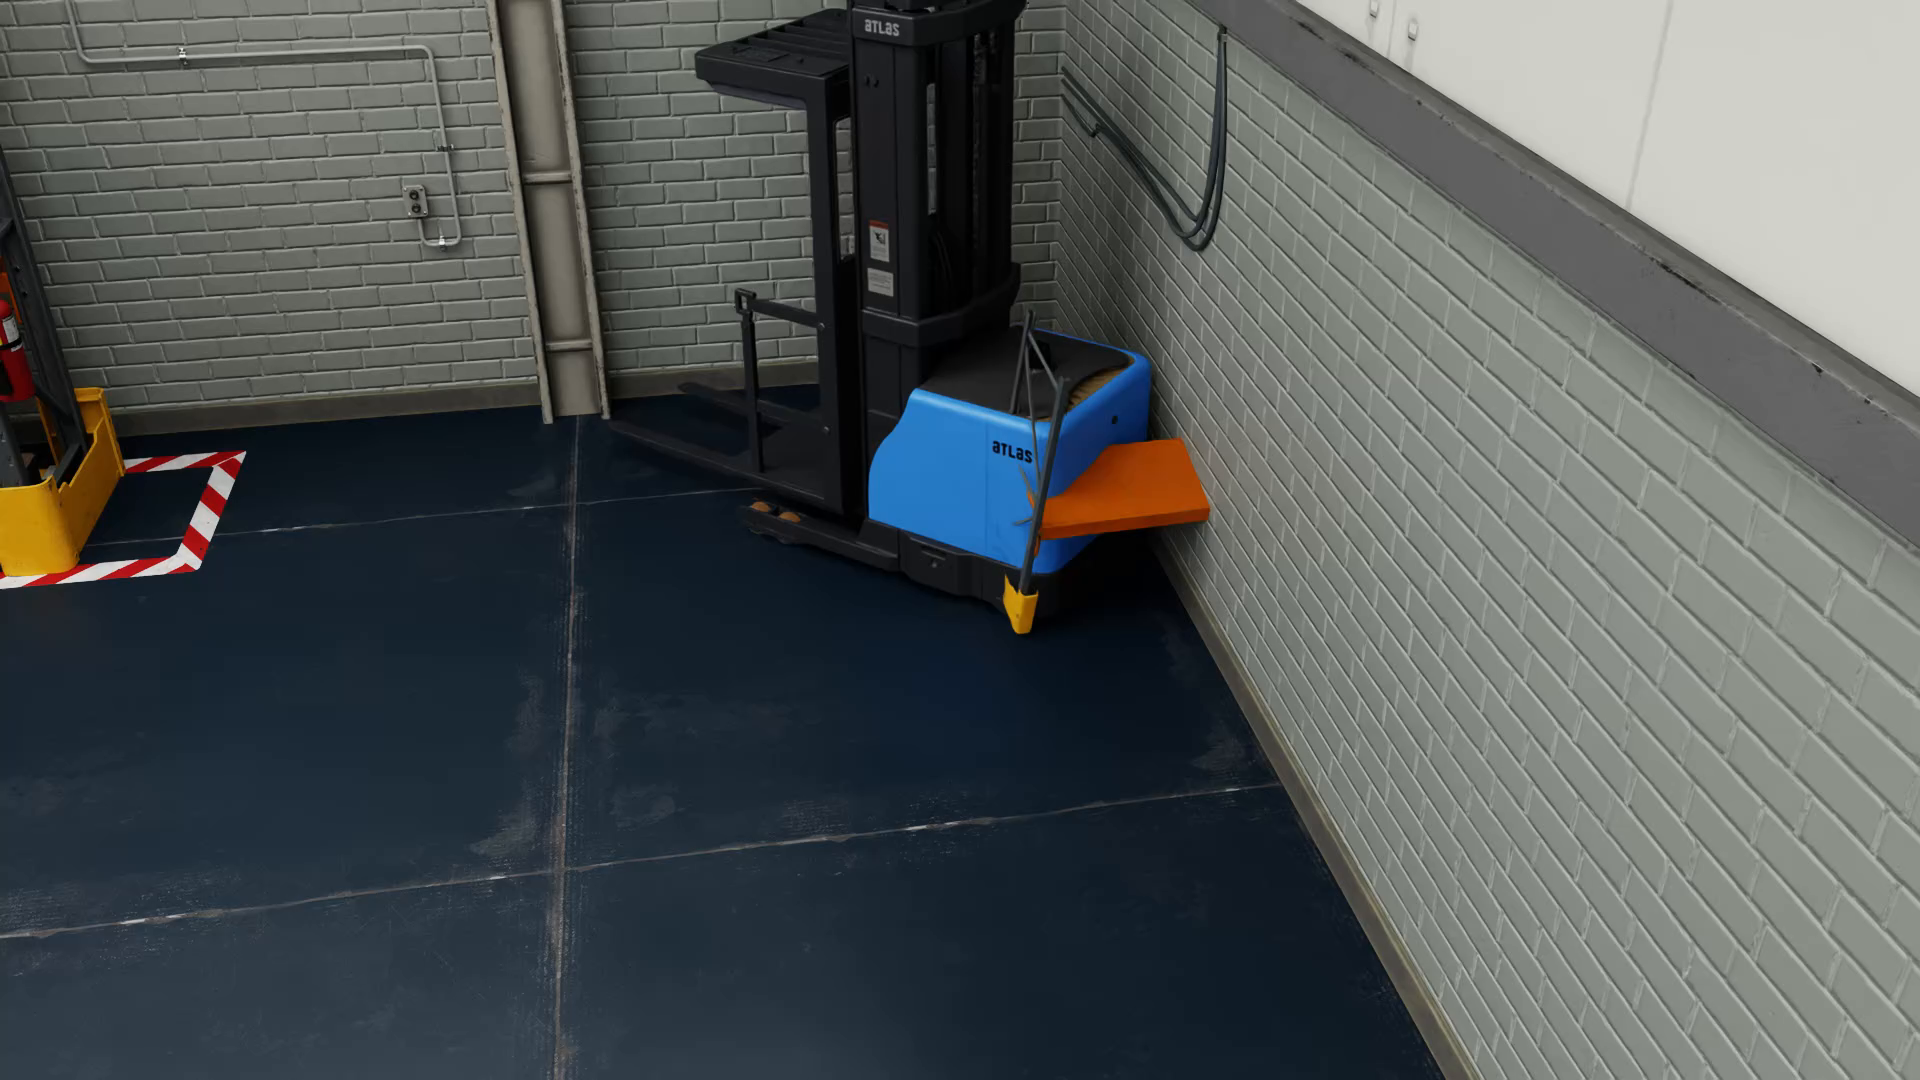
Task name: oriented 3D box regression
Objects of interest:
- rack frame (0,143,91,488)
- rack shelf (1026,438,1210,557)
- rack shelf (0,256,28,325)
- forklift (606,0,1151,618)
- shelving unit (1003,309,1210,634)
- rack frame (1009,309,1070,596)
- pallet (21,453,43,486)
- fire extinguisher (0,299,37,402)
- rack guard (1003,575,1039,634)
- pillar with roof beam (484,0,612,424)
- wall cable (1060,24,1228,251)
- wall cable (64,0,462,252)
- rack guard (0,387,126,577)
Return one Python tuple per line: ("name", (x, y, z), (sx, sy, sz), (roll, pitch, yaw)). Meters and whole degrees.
("rack frame", (-4.818, -1.404, 8.178), (0.127, 3.000, 1.000), (-5, 31, -9))
("rack shelf", (0.754, -0.223, 7.854), (1.000, 0.185, 0.538), (-7, 46, -16))
("rack shelf", (-6.785, -0.911, 8.050), (4.000, 0.370, 1.077), (-5, 31, -9))
("forklift", (-0.558, -1.447, 8.319), (3.031, 2.935, 1.130), (18, 35, 28))
("shelving unit", (0.783, -0.354, 7.733), (1.083, 1.500, 0.587), (-7, 46, -16))
("rack frame", (0.290, -0.294, 7.589), (0.032, 1.500, 0.500), (-7, 46, -16))
("pallet", (-5.591, -0.090, 8.695), (1.213, 0.211, 1.003), (-5, 31, -9))
("fire extinguisher", (-4.587, -0.993, 7.924), (0.183, 0.674, 0.296), (-5, 31, -9))
("rack guard", (0.237, 0.154, 8.022), (0.087, 0.250, 0.587), (-7, 46, -16))
("pillar with roof beam", (-1.543, -2.521, 4.160), (0.400, 9.000, 9.100), (-5, 31, -9))
("wall cable", (0.810, -2.990, 8.020), (0.112, 2.526, 3.097), (-5, 31, -9))
("wall cable", (-3.729, -2.430, 8.922), (1.851, 1.984, 0.084), (-5, 31, -9))
("rack guard", (-4.795, -0.329, 8.816), (0.348, 0.500, 1.175), (-5, 31, -9))
